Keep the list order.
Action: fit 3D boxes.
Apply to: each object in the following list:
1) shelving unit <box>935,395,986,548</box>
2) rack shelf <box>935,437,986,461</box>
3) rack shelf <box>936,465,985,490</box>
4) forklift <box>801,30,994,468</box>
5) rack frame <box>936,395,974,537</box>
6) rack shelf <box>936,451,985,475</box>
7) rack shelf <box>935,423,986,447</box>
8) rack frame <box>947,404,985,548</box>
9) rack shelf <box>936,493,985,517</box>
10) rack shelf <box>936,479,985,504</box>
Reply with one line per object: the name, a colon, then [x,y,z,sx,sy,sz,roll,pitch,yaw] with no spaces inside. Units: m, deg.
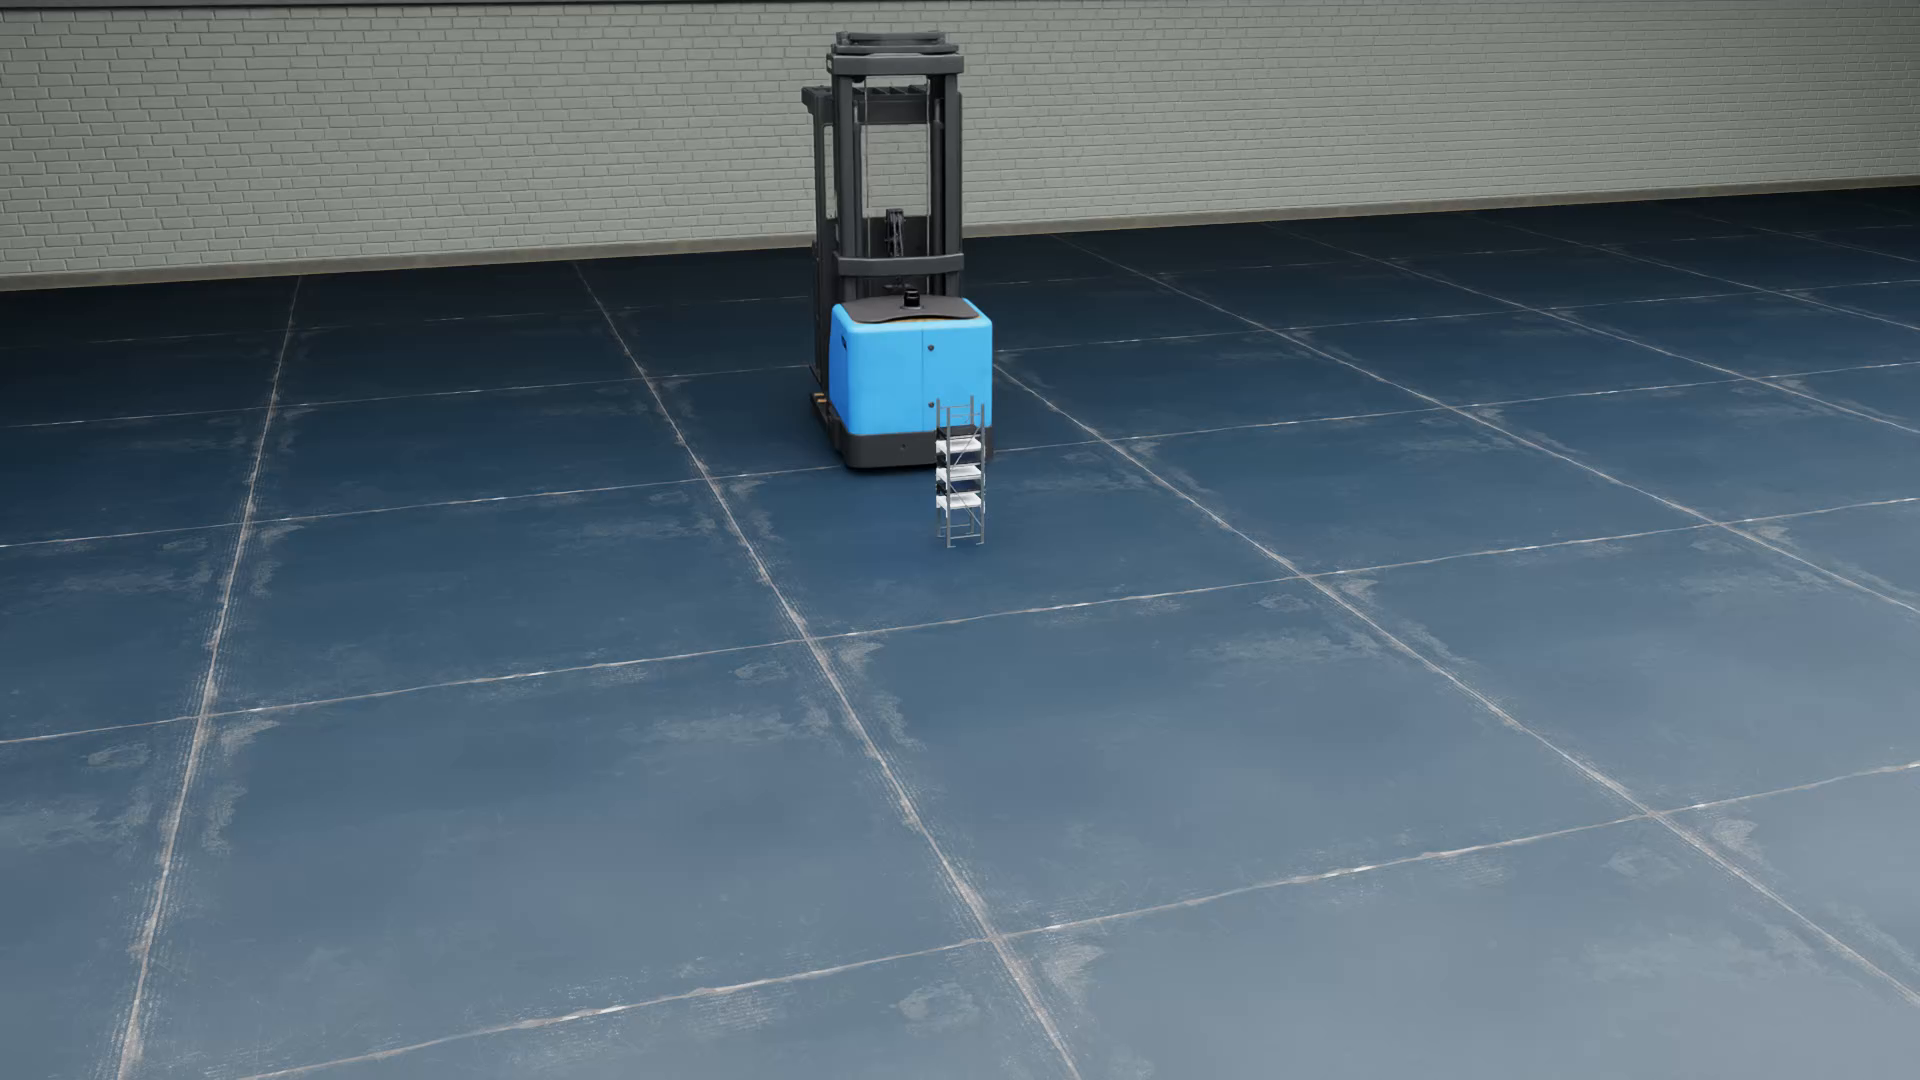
shelving unit: [0.003,-0.421,10.257,0.258,0.900,0.210,-6,21,-17]
rack shelf: [0.003,-0.559,10.208,0.258,0.077,0.200,-6,21,-17]
rack shelf: [0.003,-0.390,10.268,0.258,0.077,0.200,-6,21,-17]
forklift: [-0.576,-2.342,12.601,1.130,2.935,3.031,-4,20,-12]
rack frame: [-0.029,-0.454,10.348,0.240,0.900,0.006,-6,21,-17]
rack shelf: [0.003,-0.474,10.238,0.258,0.077,0.200,-6,21,-17]
rack shelf: [0.003,-0.644,10.177,0.258,0.077,0.200,-6,21,-17]
rack frame: [0.034,-0.388,10.166,0.240,0.900,0.006,-6,21,-17]
rack shelf: [0.003,-0.220,10.329,0.258,0.077,0.200,-6,21,-17]
rack shelf: [0.003,-0.305,10.299,0.258,0.077,0.200,-6,21,-17]
